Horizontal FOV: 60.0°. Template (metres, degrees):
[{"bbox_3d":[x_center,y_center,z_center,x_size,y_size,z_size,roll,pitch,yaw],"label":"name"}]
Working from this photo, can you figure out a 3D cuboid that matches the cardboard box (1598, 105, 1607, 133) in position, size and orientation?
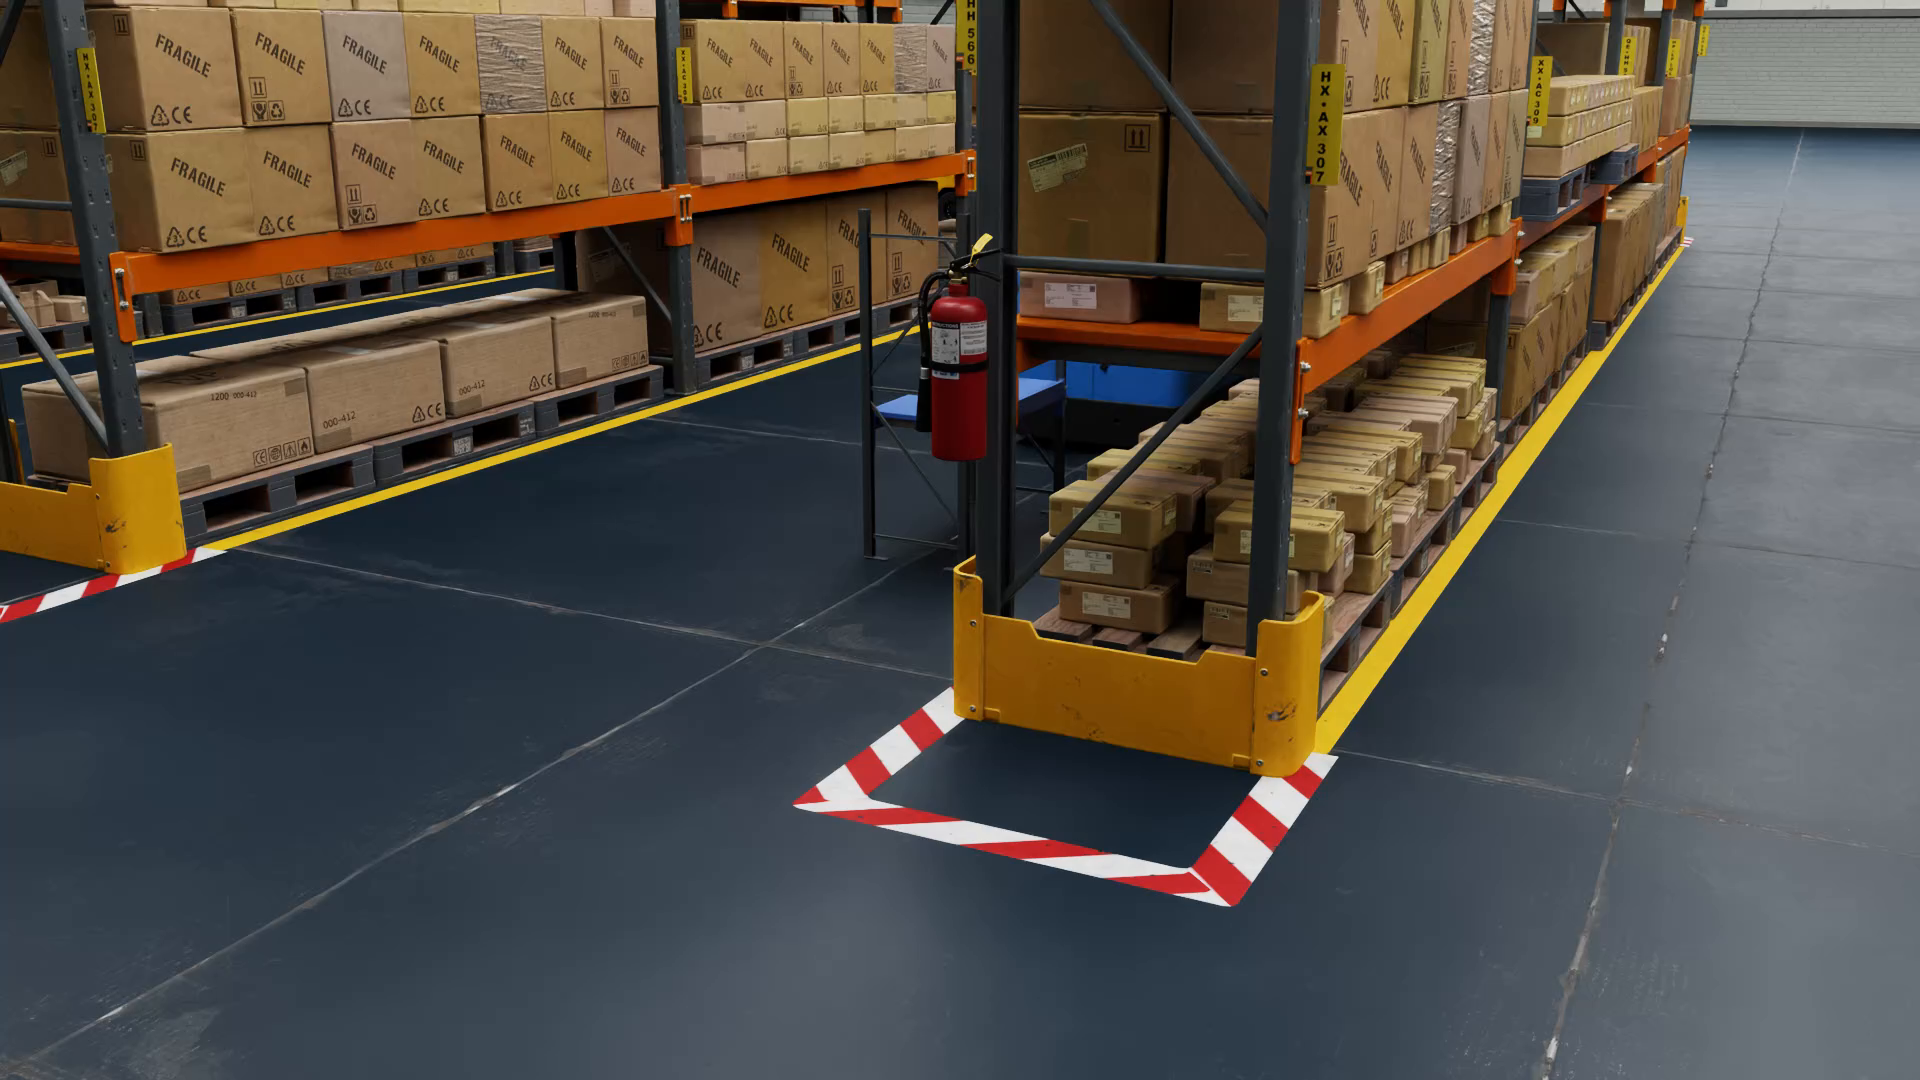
[{"bbox_3d":[3.594,-2.486,9.808,0.380,0.149,0.250,8,18,24],"label":"cardboard box"}]

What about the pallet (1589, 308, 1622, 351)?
[{"bbox_3d":[4.517,-1.696,12.863,1.003,0.211,1.213,8,18,25],"label":"pallet"}]

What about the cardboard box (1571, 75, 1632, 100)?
[{"bbox_3d":[4.174,-2.960,10.882,0.380,0.149,0.250,8,18,25],"label":"cardboard box"}]

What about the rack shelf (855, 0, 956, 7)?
[{"bbox_3d":[-1.270,-4.029,11.816,1.077,0.370,4.000,8,18,25],"label":"rack shelf"}]

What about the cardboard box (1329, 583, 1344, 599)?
[{"bbox_3d":[1.192,0.128,6.095,0.380,0.149,0.250,8,18,26],"label":"cardboard box"}]

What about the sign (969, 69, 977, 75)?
[{"bbox_3d":[0.122,-3.930,13.456,0.100,0.325,0.005,8,18,25],"label":"sign"}]

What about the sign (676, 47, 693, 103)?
[{"bbox_3d":[-1.666,-2.809,10.054,0.100,0.325,0.005,8,18,25],"label":"sign"}]

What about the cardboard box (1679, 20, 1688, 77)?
[{"bbox_3d":[6.816,-4.950,16.762,0.875,0.550,0.500,8,18,25],"label":"cardboard box"}]

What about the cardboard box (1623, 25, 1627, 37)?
[{"bbox_3d":[4.759,-3.741,12.921,0.700,0.500,0.500,8,18,25],"label":"cardboard box"}]

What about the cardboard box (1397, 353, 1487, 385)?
[{"bbox_3d":[2.384,-0.818,8.236,0.380,0.149,0.250,9,19,27],"label":"cardboard box"}]

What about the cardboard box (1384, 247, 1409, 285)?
[{"bbox_3d":[1.477,-1.064,6.281,0.380,0.149,0.250,8,18,24],"label":"cardboard box"}]

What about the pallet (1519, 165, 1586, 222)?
[{"bbox_3d":[2.782,-1.907,9.012,1.003,0.211,1.213,8,18,25],"label":"pallet"}]

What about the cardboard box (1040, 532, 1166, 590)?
[{"bbox_3d":[0.503,0.048,5.840,0.380,0.149,0.250,8,18,24],"label":"cardboard box"}]

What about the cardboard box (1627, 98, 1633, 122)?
[{"bbox_3d":[4.284,-2.881,11.137,0.380,0.149,0.250,9,19,27],"label":"cardboard box"}]

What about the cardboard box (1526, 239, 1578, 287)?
[{"bbox_3d":[3.569,-1.739,10.446,0.500,0.250,0.500,9,19,27],"label":"cardboard box"}]

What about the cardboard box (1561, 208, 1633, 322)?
[{"bbox_3d":[4.450,-2.108,12.566,1.050,0.750,0.750,8,18,25],"label":"cardboard box"}]

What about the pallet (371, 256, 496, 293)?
[{"bbox_3d":[-5.186,-2.554,15.752,1.003,0.211,1.213,8,18,25],"label":"pallet"}]

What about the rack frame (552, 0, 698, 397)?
[{"bbox_3d":[-2.164,-2.426,10.425,1.000,3.000,0.127,8,18,25],"label":"rack frame"}]

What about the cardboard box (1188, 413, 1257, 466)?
[{"bbox_3d":[1.158,-0.416,6.880,0.380,0.149,0.250,7,18,24],"label":"cardboard box"}]

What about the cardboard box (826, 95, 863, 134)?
[{"bbox_3d":[-1.033,-3.061,11.947,0.500,0.250,0.500,7,18,24],"label":"cardboard box"}]

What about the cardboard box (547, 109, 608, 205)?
[{"bbox_3d":[-2.367,-2.192,9.460,0.500,0.500,0.500,8,18,24],"label":"cardboard box"}]

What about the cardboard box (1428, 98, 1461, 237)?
[{"bbox_3d":[1.639,-1.467,6.496,0.500,0.500,0.500,8,18,24],"label":"cardboard box"}]

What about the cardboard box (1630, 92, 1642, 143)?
[{"bbox_3d":[4.990,-3.227,12.947,0.500,0.500,0.500,8,18,25],"label":"cardboard box"}]

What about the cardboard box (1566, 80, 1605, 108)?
[{"bbox_3d":[3.474,-2.560,9.533,0.380,0.149,0.250,9,19,27],"label":"cardboard box"}]

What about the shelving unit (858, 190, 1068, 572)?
[{"bbox_3d":[0.038,-0.741,7.384,0.538,1.500,1.048,8,18,25],"label":"shelving unit"}]

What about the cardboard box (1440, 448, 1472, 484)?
[{"bbox_3d":[2.188,-0.383,7.814,0.380,0.149,0.250,7,18,24],"label":"cardboard box"}]

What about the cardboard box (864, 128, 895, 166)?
[{"bbox_3d":[-0.824,-2.953,12.462,0.500,0.250,0.500,8,18,25],"label":"cardboard box"}]

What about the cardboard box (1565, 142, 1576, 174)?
[{"bbox_3d":[3.016,-2.016,8.749,0.380,0.149,0.250,8,19,26],"label":"cardboard box"}]

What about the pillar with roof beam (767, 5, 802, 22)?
[{"bbox_3d":[1.490,-8.379,19.930,9.100,9.000,0.400,8,18,25],"label":"pillar with roof beam"}]

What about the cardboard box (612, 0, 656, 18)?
[{"bbox_3d":[-2.016,-3.146,9.776,0.380,0.149,0.250,8,18,24],"label":"cardboard box"}]

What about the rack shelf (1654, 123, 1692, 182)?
[{"bbox_3d":[6.778,-4.025,17.070,1.077,0.370,4.000,8,18,25],"label":"rack shelf"}]

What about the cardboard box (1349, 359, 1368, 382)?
[{"bbox_3d":[1.795,-0.818,8.236,0.380,0.149,0.250,9,19,28],"label":"cardboard box"}]

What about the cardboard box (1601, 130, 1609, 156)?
[{"bbox_3d":[3.710,-2.412,10.080,0.380,0.149,0.250,9,19,27],"label":"cardboard box"}]

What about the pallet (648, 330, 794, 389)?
[{"bbox_3d":[-1.886,-1.296,11.516,1.003,0.211,1.213,8,18,25],"label":"pallet"}]

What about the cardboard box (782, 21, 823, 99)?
[{"bbox_3d":[-1.281,-3.290,11.400,0.500,0.500,0.500,8,18,24],"label":"cardboard box"}]

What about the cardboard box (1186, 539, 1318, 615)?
[{"bbox_3d":[0.986,0.118,5.604,0.380,0.149,0.250,9,19,28],"label":"cardboard box"}]

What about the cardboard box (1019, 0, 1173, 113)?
[{"bbox_3d":[0.505,-1.622,5.261,0.500,0.500,0.500,8,18,24],"label":"cardboard box"}]

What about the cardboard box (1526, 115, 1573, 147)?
[{"bbox_3d":[2.897,-2.088,8.466,0.380,0.149,0.250,8,19,26],"label":"cardboard box"}]

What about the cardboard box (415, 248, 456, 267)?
[{"bbox_3d":[-5.048,-2.818,15.395,0.500,0.500,0.500,8,18,25],"label":"cardboard box"}]

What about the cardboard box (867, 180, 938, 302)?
[{"bbox_3d":[-0.759,-2.463,13.542,0.875,0.875,0.875,8,18,25],"label":"cardboard box"}]

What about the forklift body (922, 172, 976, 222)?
[{"bbox_3d":[-0.459,-4.992,20.552,2.313,2.155,1.214,8,18,25],"label":"forklift body"}]

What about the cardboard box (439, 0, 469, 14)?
[{"bbox_3d":[-2.741,-2.764,8.489,0.380,0.149,0.250,8,18,25],"label":"cardboard box"}]

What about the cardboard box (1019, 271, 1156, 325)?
[{"bbox_3d":[0.415,-0.802,5.398,0.380,0.149,0.250,8,18,25],"label":"cardboard box"}]

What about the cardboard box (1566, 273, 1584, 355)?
[{"bbox_3d":[3.802,-1.512,10.998,0.500,0.500,0.500,9,19,28],"label":"cardboard box"}]

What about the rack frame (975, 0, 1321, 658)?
[{"bbox_3d":[0.523,-0.803,4.961,1.000,3.000,0.127,8,18,25],"label":"rack frame"}]

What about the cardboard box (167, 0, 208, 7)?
[{"bbox_3d":[-3.491,-2.377,7.187,0.380,0.149,0.250,9,19,27],"label":"cardboard box"}]

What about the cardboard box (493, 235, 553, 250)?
[{"bbox_3d":[-4.528,-3.296,16.786,0.875,0.625,0.625,9,19,27],"label":"cardboard box"}]

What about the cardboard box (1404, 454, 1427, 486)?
[{"bbox_3d":[1.806,-0.353,7.193,0.380,0.149,0.250,7,18,23],"label":"cardboard box"}]

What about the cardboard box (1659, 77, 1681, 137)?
[{"bbox_3d":[6.611,-4.293,16.446,0.875,0.550,0.550,8,18,25],"label":"cardboard box"}]

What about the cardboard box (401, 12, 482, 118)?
[{"bbox_3d":[-2.812,-2.413,8.447,0.500,0.500,0.500,8,18,26],"label":"cardboard box"}]

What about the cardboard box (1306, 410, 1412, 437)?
[{"bbox_3d":[1.658,-0.428,6.920,0.380,0.149,0.250,8,18,26],"label":"cardboard box"}]

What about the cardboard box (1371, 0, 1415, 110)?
[{"bbox_3d":[1.180,-1.683,5.469,0.500,0.500,0.500,9,19,27],"label":"cardboard box"}]

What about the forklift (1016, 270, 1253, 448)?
[{"bbox_3d":[1.409,-2.244,9.931,1.130,2.935,3.031,8,18,26],"label":"forklift"}]

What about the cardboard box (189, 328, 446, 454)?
[{"bbox_3d":[-3.344,-0.796,8.697,0.875,0.438,0.875,9,19,27],"label":"cardboard box"}]

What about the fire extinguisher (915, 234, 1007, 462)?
[{"bbox_3d":[-0.003,-0.582,5.007,0.296,0.674,0.183,8,18,25],"label":"fire extinguisher"}]

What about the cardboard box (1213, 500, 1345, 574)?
[{"bbox_3d":[1.061,-0.014,5.526,0.380,0.149,0.250,7,18,23],"label":"cardboard box"}]
